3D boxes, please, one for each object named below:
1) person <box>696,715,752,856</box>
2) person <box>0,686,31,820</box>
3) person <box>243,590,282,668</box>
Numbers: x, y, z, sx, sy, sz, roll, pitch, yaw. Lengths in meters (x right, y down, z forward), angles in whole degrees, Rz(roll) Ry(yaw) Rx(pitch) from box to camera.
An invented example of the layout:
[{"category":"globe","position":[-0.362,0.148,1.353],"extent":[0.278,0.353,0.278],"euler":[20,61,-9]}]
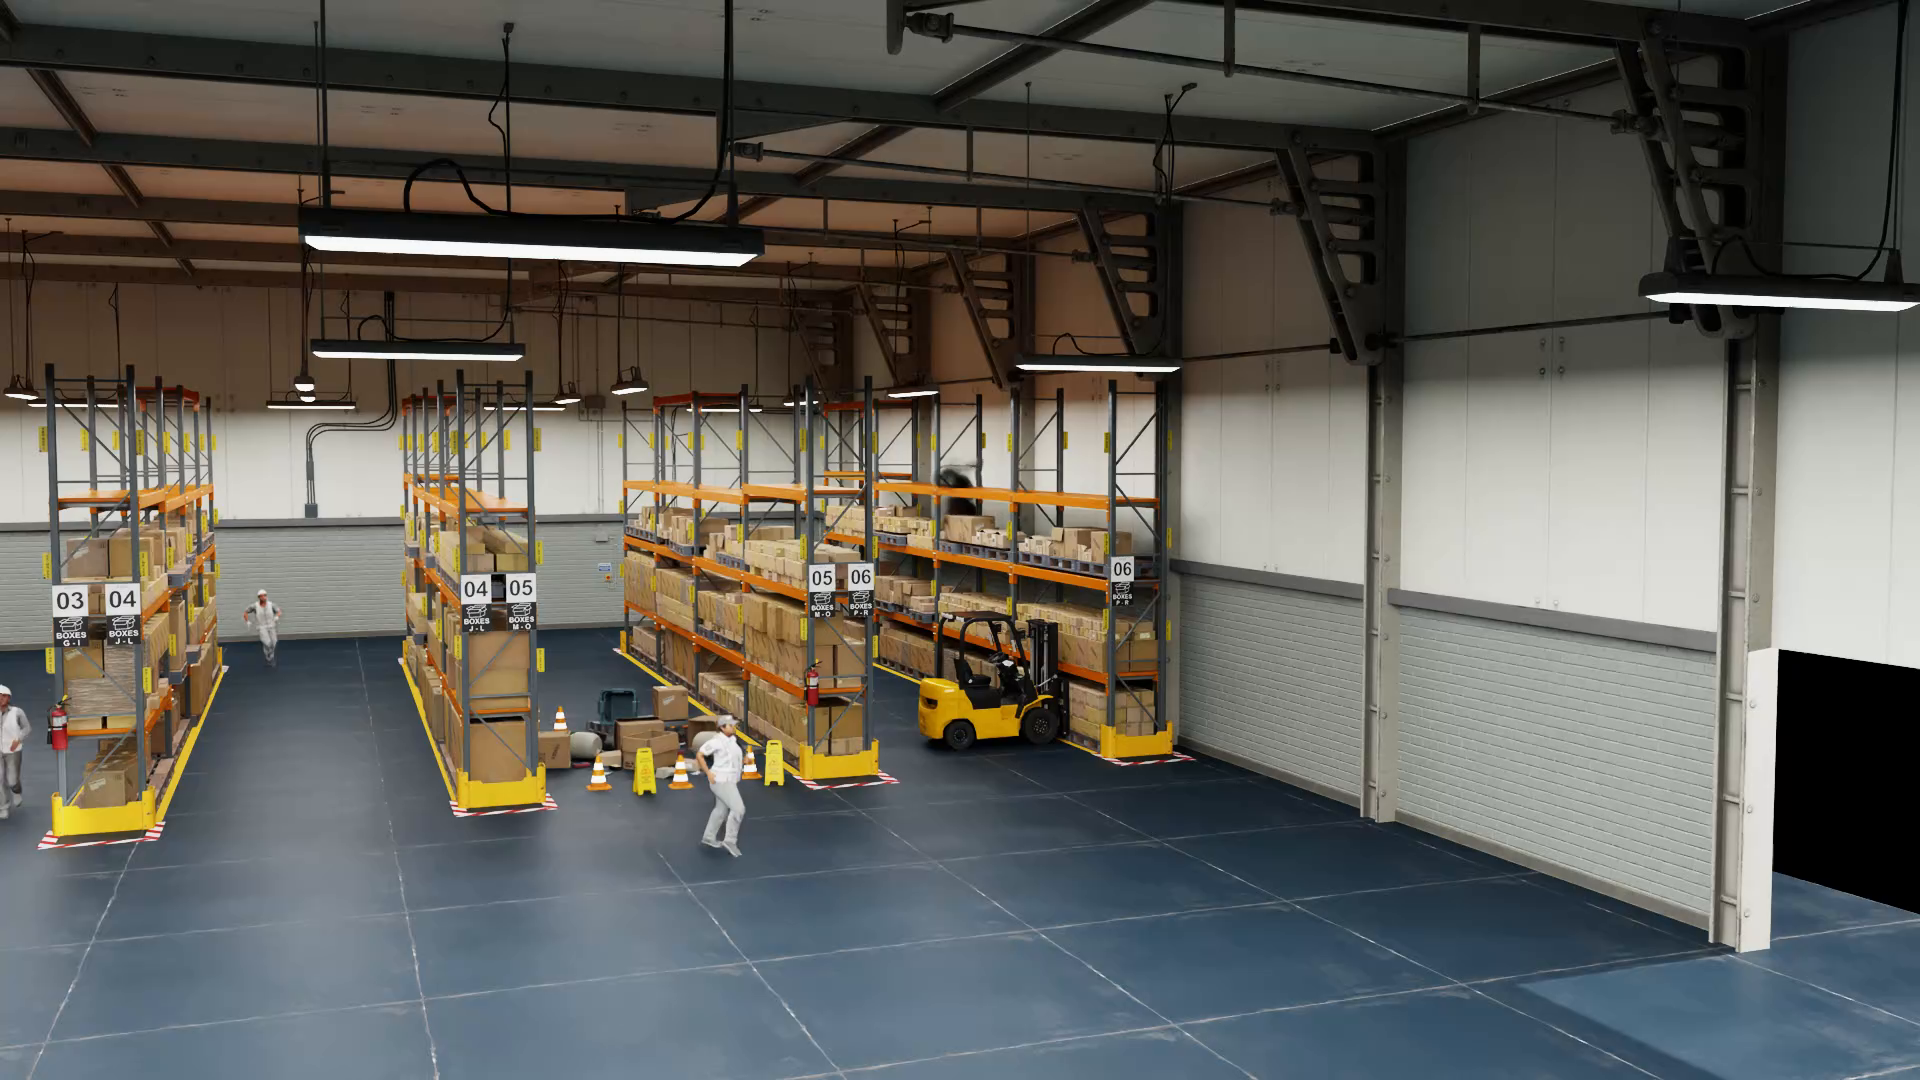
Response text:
[{"category":"person","position":[-2.859,2.996,20.303],"extent":[0.685,1.710,0.589],"euler":[1,3,14]},{"category":"person","position":[-12.836,2.828,22.316],"extent":[0.670,1.753,0.687],"euler":[-1,4,-23]},{"category":"person","position":[-15.420,1.971,36.880],"extent":[0.739,1.746,0.661],"euler":[-3,4,-41]}]
